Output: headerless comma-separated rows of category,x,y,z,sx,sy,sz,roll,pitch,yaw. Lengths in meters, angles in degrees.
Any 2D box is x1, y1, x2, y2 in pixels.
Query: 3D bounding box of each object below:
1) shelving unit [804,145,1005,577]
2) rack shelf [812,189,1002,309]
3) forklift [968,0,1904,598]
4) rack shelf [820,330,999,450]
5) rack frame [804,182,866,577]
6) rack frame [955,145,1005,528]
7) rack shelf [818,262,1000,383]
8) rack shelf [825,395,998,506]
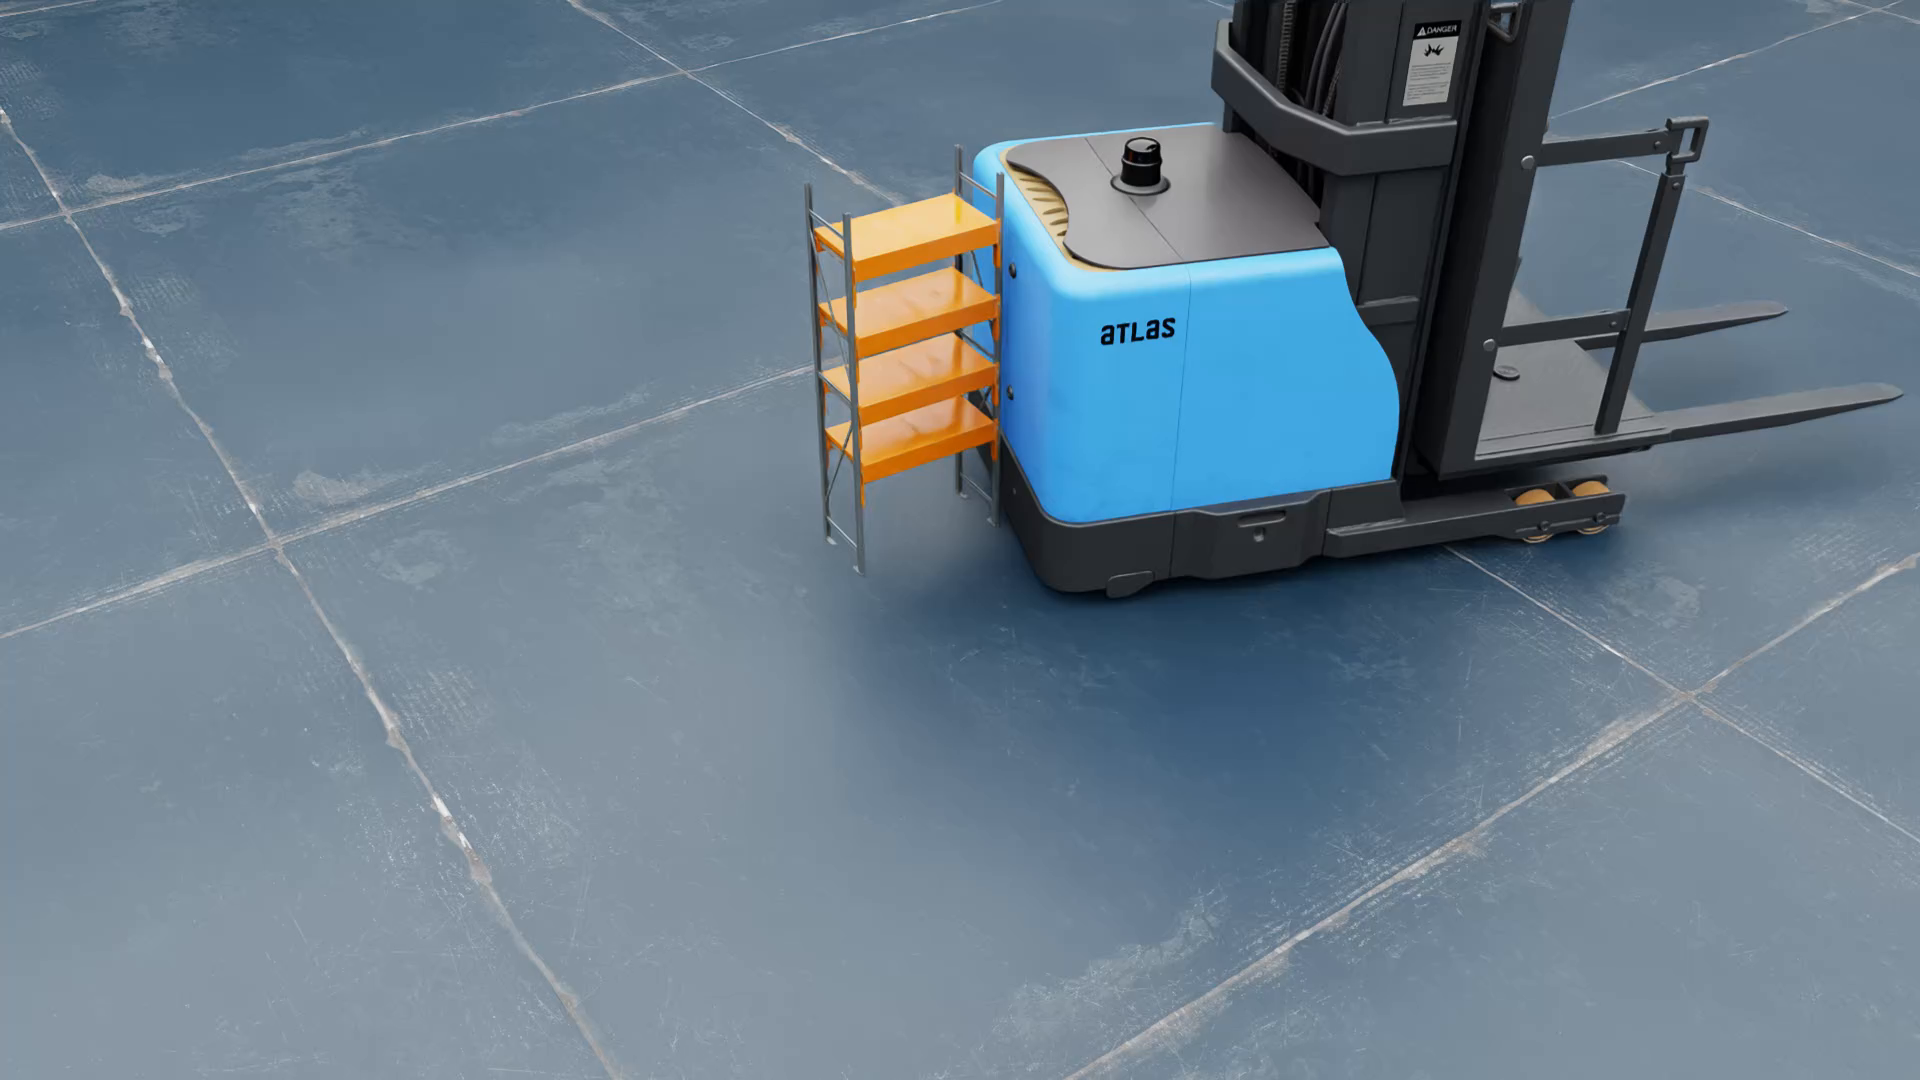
shelving unit,-0.152,-0.510,4.932,0.503,1.200,0.258,-20,40,-26
rack shelf,-0.152,-0.829,4.703,0.480,0.148,0.258,-20,40,-26
forklift,1.602,-1.472,4.787,3.031,2.935,1.130,-8,37,-11
rack shelf,-0.152,-0.456,4.971,0.480,0.148,0.258,-20,40,-26
rack frame,-0.359,-0.435,4.827,0.015,1.200,0.240,-20,40,-26
rack frame,0.054,-0.586,5.037,0.015,1.200,0.240,-20,40,-26
rack shelf,-0.152,-0.637,4.841,0.480,0.148,0.258,-20,40,-26
rack shelf,-0.152,-0.295,5.087,0.480,0.148,0.258,-20,40,-26
